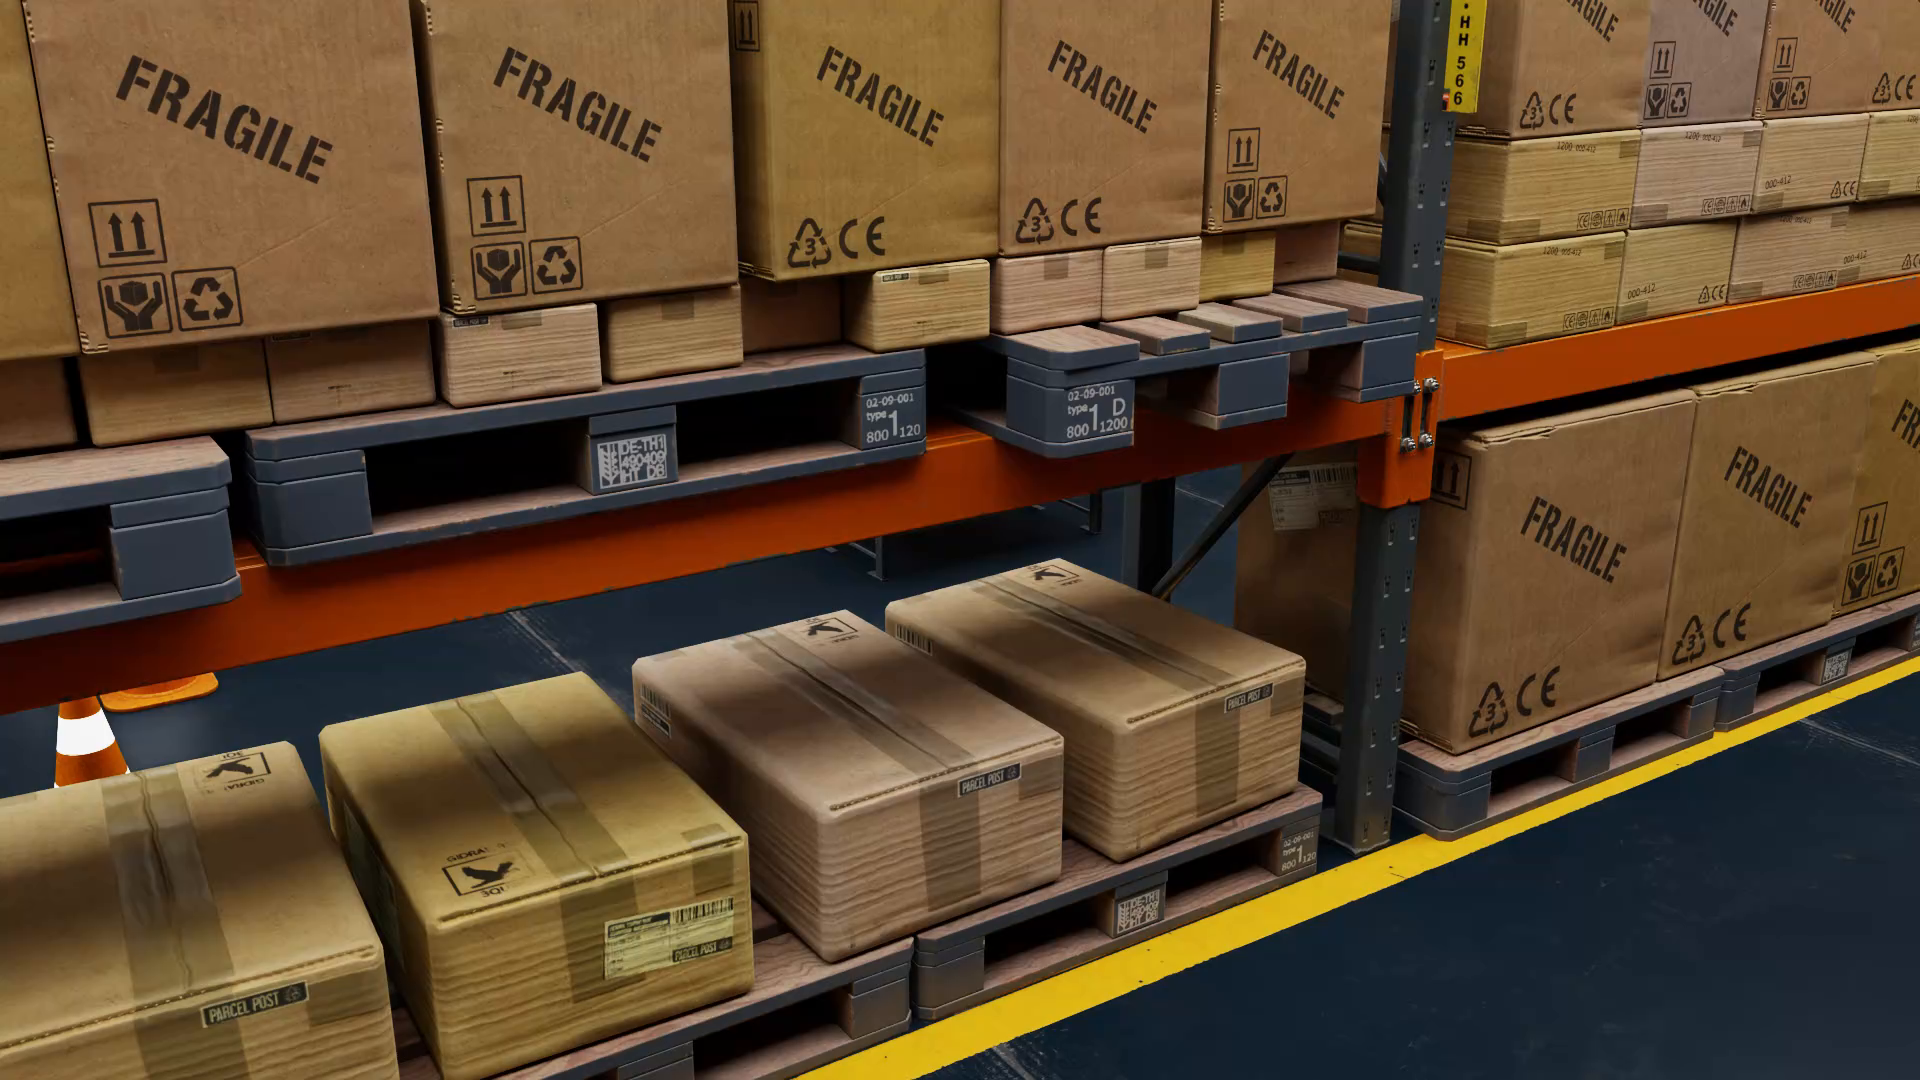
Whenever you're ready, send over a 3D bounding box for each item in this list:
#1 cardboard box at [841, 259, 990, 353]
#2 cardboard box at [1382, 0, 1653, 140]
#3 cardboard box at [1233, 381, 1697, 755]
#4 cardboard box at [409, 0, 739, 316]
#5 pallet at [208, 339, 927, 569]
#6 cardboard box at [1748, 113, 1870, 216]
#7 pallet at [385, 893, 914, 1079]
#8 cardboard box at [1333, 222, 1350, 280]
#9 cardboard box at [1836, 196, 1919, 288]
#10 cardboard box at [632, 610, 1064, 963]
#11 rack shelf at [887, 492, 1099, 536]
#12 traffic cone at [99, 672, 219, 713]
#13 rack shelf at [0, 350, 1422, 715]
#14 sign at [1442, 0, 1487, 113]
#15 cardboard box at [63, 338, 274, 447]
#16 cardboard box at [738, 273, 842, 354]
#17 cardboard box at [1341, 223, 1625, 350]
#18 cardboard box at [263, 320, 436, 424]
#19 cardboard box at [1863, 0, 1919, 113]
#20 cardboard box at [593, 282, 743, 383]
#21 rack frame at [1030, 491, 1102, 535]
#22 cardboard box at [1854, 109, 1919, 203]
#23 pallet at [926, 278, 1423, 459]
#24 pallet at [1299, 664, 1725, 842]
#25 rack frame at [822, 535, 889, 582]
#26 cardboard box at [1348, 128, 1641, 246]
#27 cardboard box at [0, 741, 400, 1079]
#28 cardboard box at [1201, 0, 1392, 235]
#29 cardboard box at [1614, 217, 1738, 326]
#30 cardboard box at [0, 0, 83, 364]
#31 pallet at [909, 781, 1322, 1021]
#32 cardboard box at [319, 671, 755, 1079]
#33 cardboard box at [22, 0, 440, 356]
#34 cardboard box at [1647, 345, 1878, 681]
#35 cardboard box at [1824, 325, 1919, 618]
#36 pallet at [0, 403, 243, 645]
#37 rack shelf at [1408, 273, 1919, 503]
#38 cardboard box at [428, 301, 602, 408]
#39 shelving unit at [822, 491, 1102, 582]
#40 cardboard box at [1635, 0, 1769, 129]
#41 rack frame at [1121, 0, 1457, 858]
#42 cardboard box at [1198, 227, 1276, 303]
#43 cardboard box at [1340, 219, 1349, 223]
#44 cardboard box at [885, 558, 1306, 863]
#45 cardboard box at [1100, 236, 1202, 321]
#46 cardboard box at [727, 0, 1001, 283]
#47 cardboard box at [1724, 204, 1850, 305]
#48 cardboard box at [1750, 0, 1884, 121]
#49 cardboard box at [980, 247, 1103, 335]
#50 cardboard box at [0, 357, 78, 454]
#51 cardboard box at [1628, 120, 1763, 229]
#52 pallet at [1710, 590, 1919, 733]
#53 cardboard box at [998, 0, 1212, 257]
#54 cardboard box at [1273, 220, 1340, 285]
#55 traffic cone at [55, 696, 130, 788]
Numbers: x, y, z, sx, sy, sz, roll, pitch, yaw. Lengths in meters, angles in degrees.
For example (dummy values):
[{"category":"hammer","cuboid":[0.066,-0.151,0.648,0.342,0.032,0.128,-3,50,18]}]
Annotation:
[{"category":"cardboard box","cuboid":[-0.148,-0.483,3.226,0.250,0.149,0.380,-11,22,-30]},{"category":"cardboard box","cuboid":[1.350,-1.284,4.140,0.500,0.500,0.500,-13,22,-33]},{"category":"cardboard box","cuboid":[1.426,-0.033,4.820,0.875,0.875,0.875,-12,22,-32]},{"category":"cardboard box","cuboid":[-0.726,-0.695,2.840,0.500,0.500,0.500,-13,23,-34]},{"category":"pallet","cuboid":[-0.827,-0.291,3.220,1.213,0.211,1.003,-12,22,-31]},{"category":"cardboard box","cuboid":[2.218,-1.105,4.784,0.500,0.250,0.500,-12,22,-32]},{"category":"pallet","cuboid":[-0.868,0.931,3.662,1.213,0.211,1.003,-12,22,-31]},{"category":"cardboard box","cuboid":[1.083,-0.829,4.746,0.500,0.250,0.500,-13,23,-33]},{"category":"cardboard box","cuboid":[2.621,-0.963,5.143,0.500,0.250,0.500,-12,22,-31]},{"category":"cardboard box","cuboid":[-0.286,0.534,3.929,0.625,0.372,0.950,-12,22,-32]},{"category":"rack shelf","cuboid":[0.006,-0.302,6.646,1.000,0.278,0.538,-12,22,-31]},{"category":"traffic cone","cuboid":[-2.579,0.254,5.271,0.334,0.463,0.336,-12,22,-31]},{"category":"rack shelf","cuboid":[-0.867,-0.048,3.326,4.000,0.370,1.077,-12,22,-31]},{"category":"sign","cuboid":[1.110,-1.109,3.656,0.005,0.325,0.100,-12,22,-31]},{"category":"cardboard box","cuboid":[-1.256,-0.275,2.612,0.250,0.149,0.380,-12,22,-31]},{"category":"cardboard box","cuboid":[-0.427,-0.472,3.195,0.250,0.149,0.380,-12,22,-31]},{"category":"cardboard box","cuboid":[1.351,-0.689,4.333,0.500,0.250,0.500,-12,22,-32]},{"category":"cardboard box","cuboid":[-1.049,-0.318,2.740,0.250,0.149,0.380,-12,22,-31]},{"category":"cardboard box","cuboid":[2.623,-1.548,4.924,0.500,0.500,0.500,-12,22,-31]},{"category":"cardboard box","cuboid":[-0.591,-0.406,2.999,0.250,0.149,0.380,-13,22,-33]},{"category":"rack frame","cuboid":[0.430,-0.624,6.833,0.032,1.125,0.500,-12,22,-31]},{"category":"cardboard box","cuboid":[2.649,-1.191,5.038,0.500,0.250,0.500,-11,22,-30]},{"category":"pallet","cuboid":[0.267,-0.496,3.828,1.003,0.211,1.213,-12,22,-31]},{"category":"pallet","cuboid":[1.503,0.461,5.051,1.213,0.211,1.003,-12,22,-31]},{"category":"rack frame","cuboid":[-0.419,-0.445,6.303,0.032,1.125,0.500,-12,22,-31]},{"category":"cardboard box","cuboid":[1.362,-0.930,4.266,0.500,0.250,0.500,-12,22,-32]},{"category":"cardboard box","cuboid":[-1.502,0.789,3.175,0.625,0.372,0.950,-10,21,-28]},{"category":"cardboard box","cuboid":[0.577,-0.974,3.665,0.500,0.500,0.500,-13,22,-33]},{"category":"cardboard box","cuboid":[1.770,-0.784,4.615,0.500,0.250,0.500,-13,22,-33]},{"category":"cardboard box","cuboid":[-1.570,-0.518,2.317,0.500,0.500,0.500,-12,22,-31]},{"category":"pallet","cuboid":[0.150,0.717,4.294,1.213,0.211,1.003,-12,22,-31]},{"category":"cardboard box","cuboid":[-0.922,0.666,3.539,0.625,0.372,0.950,-11,22,-30]},{"category":"cardboard box","cuboid":[-1.150,-0.601,2.564,0.500,0.500,0.500,-12,22,-32]},{"category":"cardboard box","cuboid":[2.173,-0.189,5.282,0.875,0.875,0.875,-12,22,-31]},{"category":"cardboard box","cuboid":[2.920,-0.346,5.747,0.875,0.875,0.875,-11,22,-30]},{"category":"pallet","cuboid":[-1.819,-0.041,2.483,1.213,0.211,1.003,-12,22,-31]},{"category":"rack shelf","cuboid":[2.474,-0.753,5.410,4.000,0.370,1.077,-12,22,-31]},{"category":"cardboard box","cuboid":[-0.798,-0.351,2.837,0.250,0.149,0.380,-11,22,-29]},{"category":"shelving unit","cuboid":[0.006,-0.534,6.568,1.048,1.125,0.538,-12,22,-31]},{"category":"cardboard box","cuboid":[1.759,-1.373,4.407,0.500,0.500,0.500,-12,22,-31]},{"category":"rack frame","cuboid":[0.803,-0.741,4.253,0.127,3.000,1.000,-12,22,-31]},{"category":"cardboard box","cuboid":[0.475,-0.634,3.672,0.250,0.149,0.380,-12,22,-31]},{"category":"cardboard box","cuboid":[1.068,-1.060,4.650,0.500,0.250,0.500,-12,22,-32]},{"category":"cardboard box","cuboid":[0.326,0.402,4.320,0.625,0.372,0.950,-14,23,-35]},{"category":"cardboard box","cuboid":[0.289,-0.577,3.506,0.250,0.149,0.380,-12,22,-32]},{"category":"cardboard box","cuboid":[-0.270,-0.791,3.123,0.500,0.500,0.500,-14,23,-35]},{"category":"cardboard box","cuboid":[2.211,-0.875,4.883,0.500,0.250,0.500,-11,22,-30]},{"category":"cardboard box","cuboid":[2.199,-1.460,4.664,0.500,0.500,0.500,-11,22,-30]},{"category":"cardboard box","cuboid":[0.075,-0.535,3.381,0.250,0.149,0.380,-13,23,-34]},{"category":"cardboard box","cuboid":[-1.494,-0.241,2.511,0.250,0.149,0.380,-10,21,-28]},{"category":"cardboard box","cuboid":[1.795,-1.021,4.534,0.500,0.250,0.500,-11,22,-30]},{"category":"pallet","cuboid":[2.521,0.248,5.683,1.213,0.211,1.003,-12,22,-31]},{"category":"cardboard box","cuboid":[0.151,-0.880,3.387,0.500,0.500,0.500,-12,22,-32]},{"category":"cardboard box","cuboid":[0.659,-0.700,3.869,0.250,0.149,0.380,-11,22,-29]},{"category":"traffic cone","cuboid":[-2.272,0.572,4.329,0.334,0.463,0.336,-12,22,-31]}]
